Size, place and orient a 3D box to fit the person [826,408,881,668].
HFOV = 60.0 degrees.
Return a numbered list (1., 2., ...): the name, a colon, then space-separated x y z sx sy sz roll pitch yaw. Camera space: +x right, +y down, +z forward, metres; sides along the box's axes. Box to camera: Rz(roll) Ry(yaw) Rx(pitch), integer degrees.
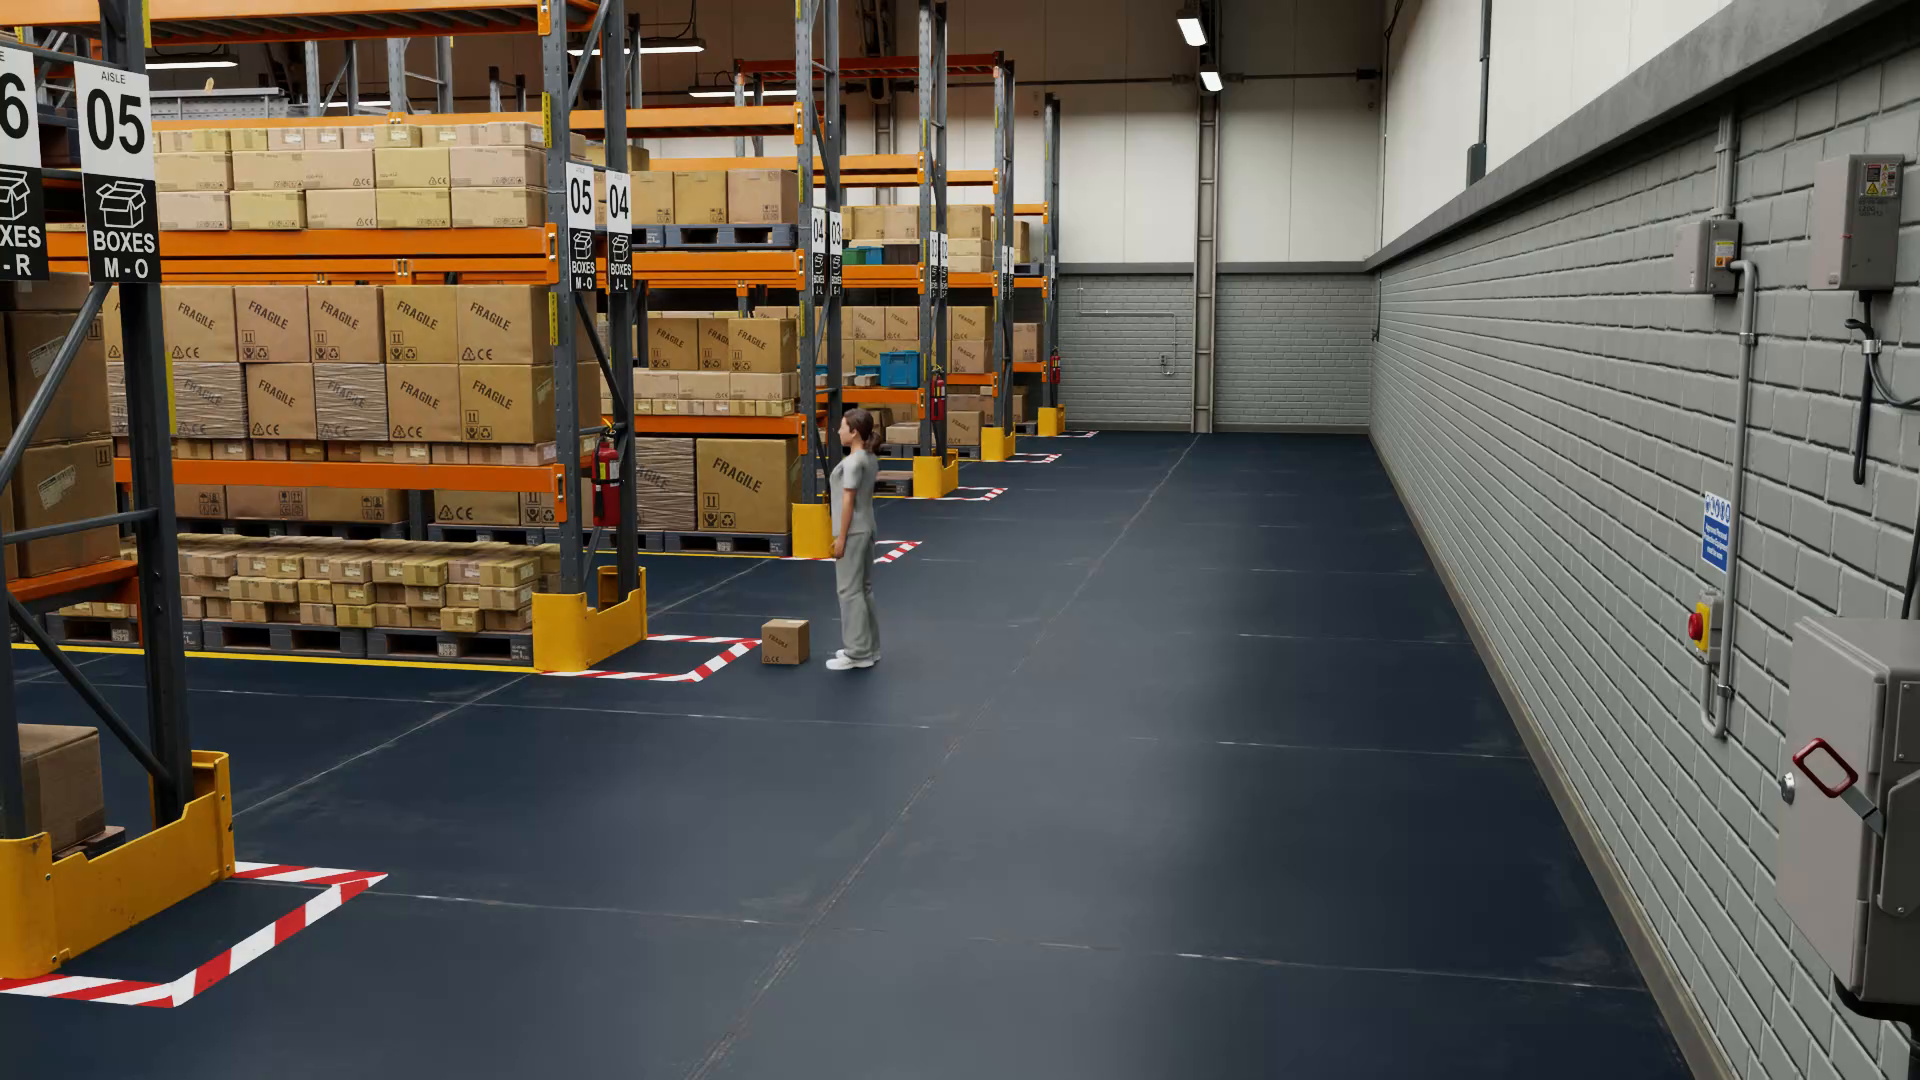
1. person: -0.672 -0.012 10.755 0.359 1.677 0.437 2 8 13
